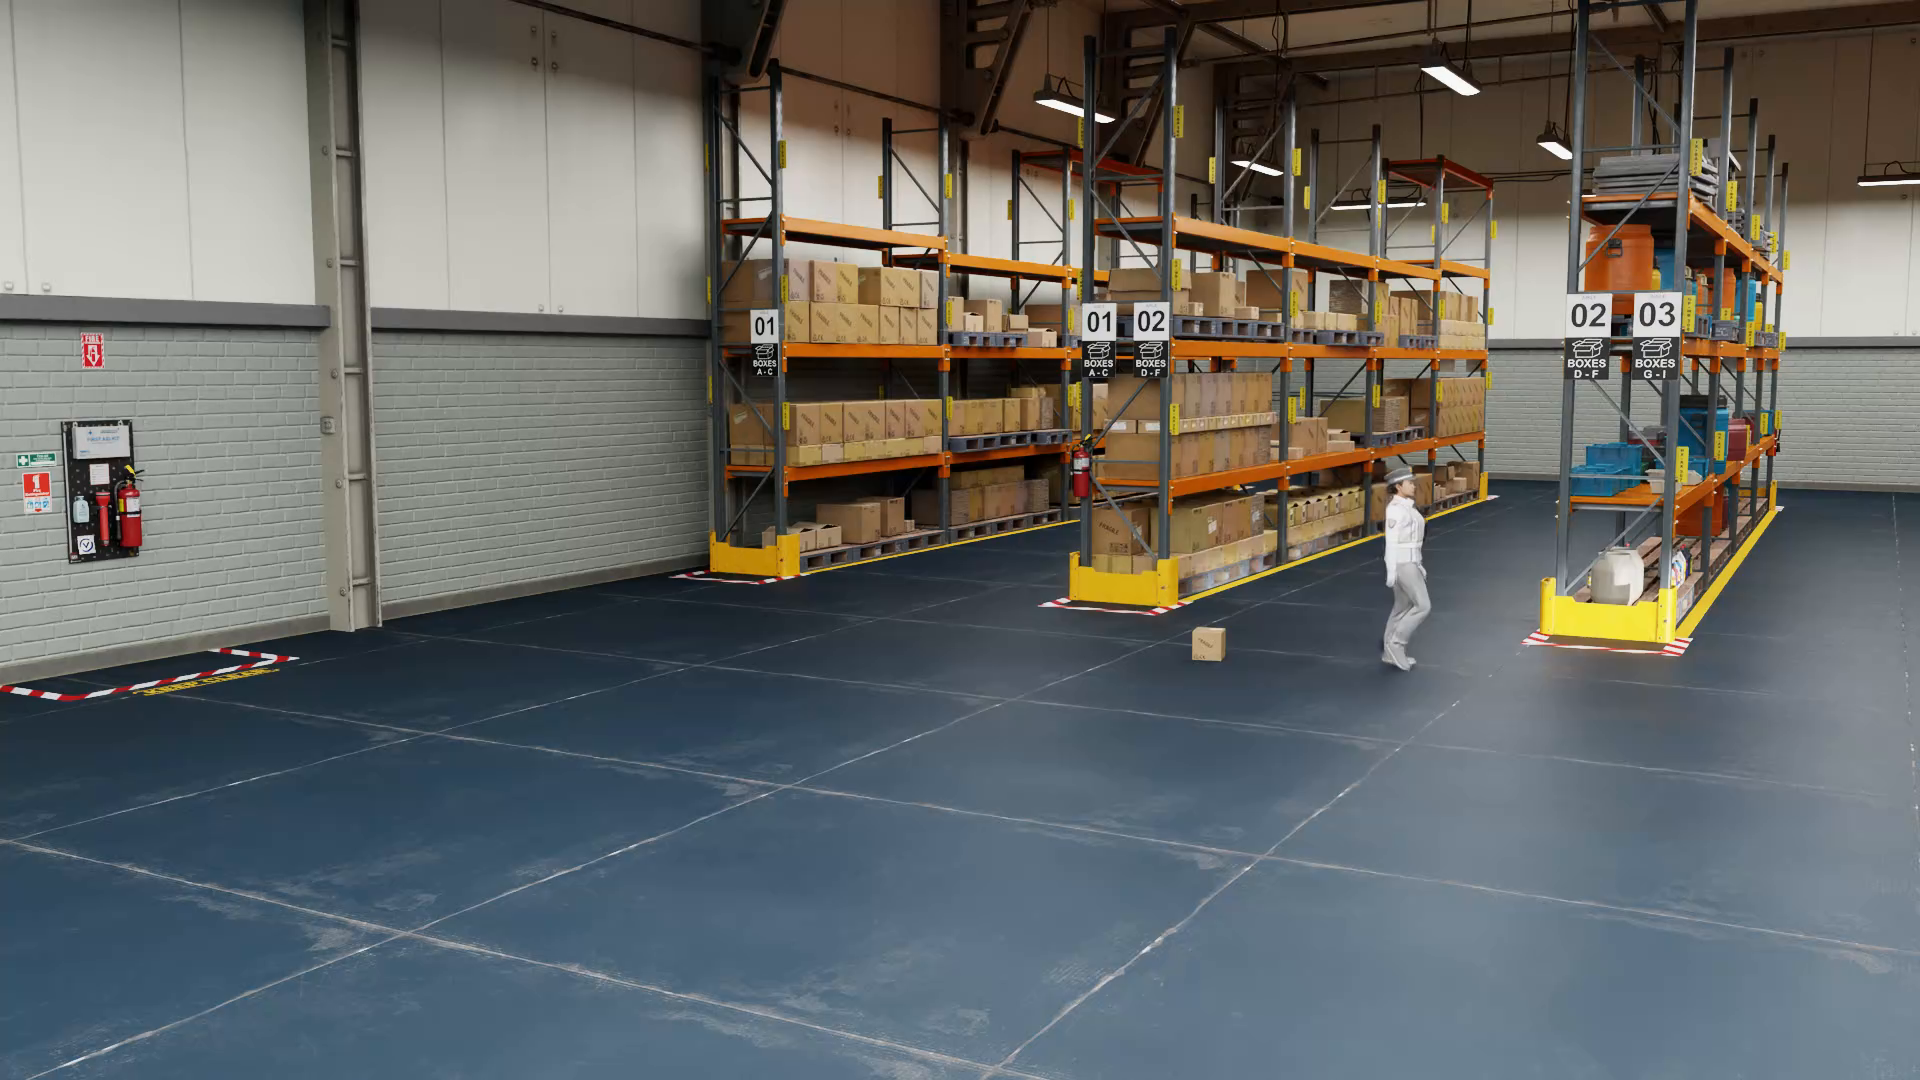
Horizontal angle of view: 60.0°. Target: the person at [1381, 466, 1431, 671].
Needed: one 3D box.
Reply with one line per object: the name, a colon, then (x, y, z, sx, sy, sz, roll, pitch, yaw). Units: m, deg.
person: (3.763, 0.233, 13.964, 0.445, 1.720, 0.478, 3, 7, 25)
